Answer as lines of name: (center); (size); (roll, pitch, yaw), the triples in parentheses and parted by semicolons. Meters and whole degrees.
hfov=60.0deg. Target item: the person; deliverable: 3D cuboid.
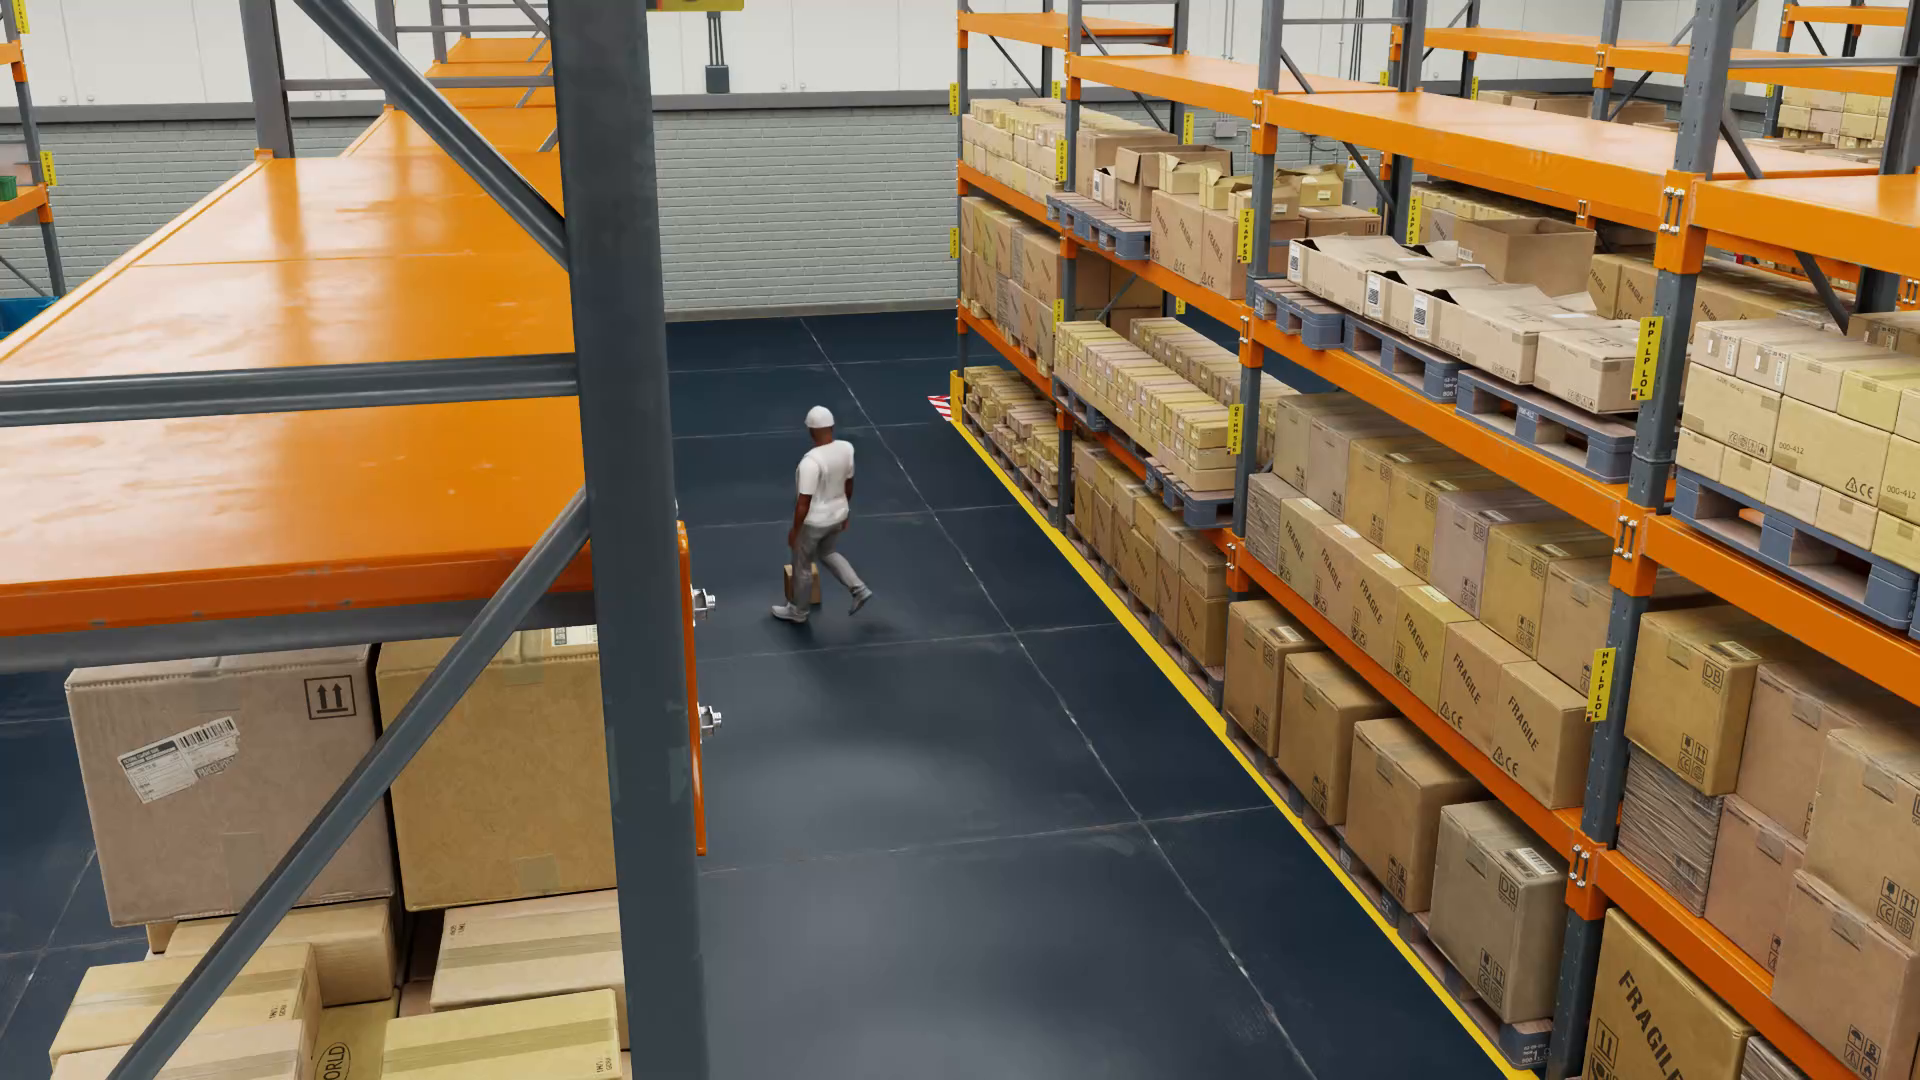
person: (-1.083, -0.184, 12.586); (0.805, 1.746, 0.603); (14, 24, 35)
